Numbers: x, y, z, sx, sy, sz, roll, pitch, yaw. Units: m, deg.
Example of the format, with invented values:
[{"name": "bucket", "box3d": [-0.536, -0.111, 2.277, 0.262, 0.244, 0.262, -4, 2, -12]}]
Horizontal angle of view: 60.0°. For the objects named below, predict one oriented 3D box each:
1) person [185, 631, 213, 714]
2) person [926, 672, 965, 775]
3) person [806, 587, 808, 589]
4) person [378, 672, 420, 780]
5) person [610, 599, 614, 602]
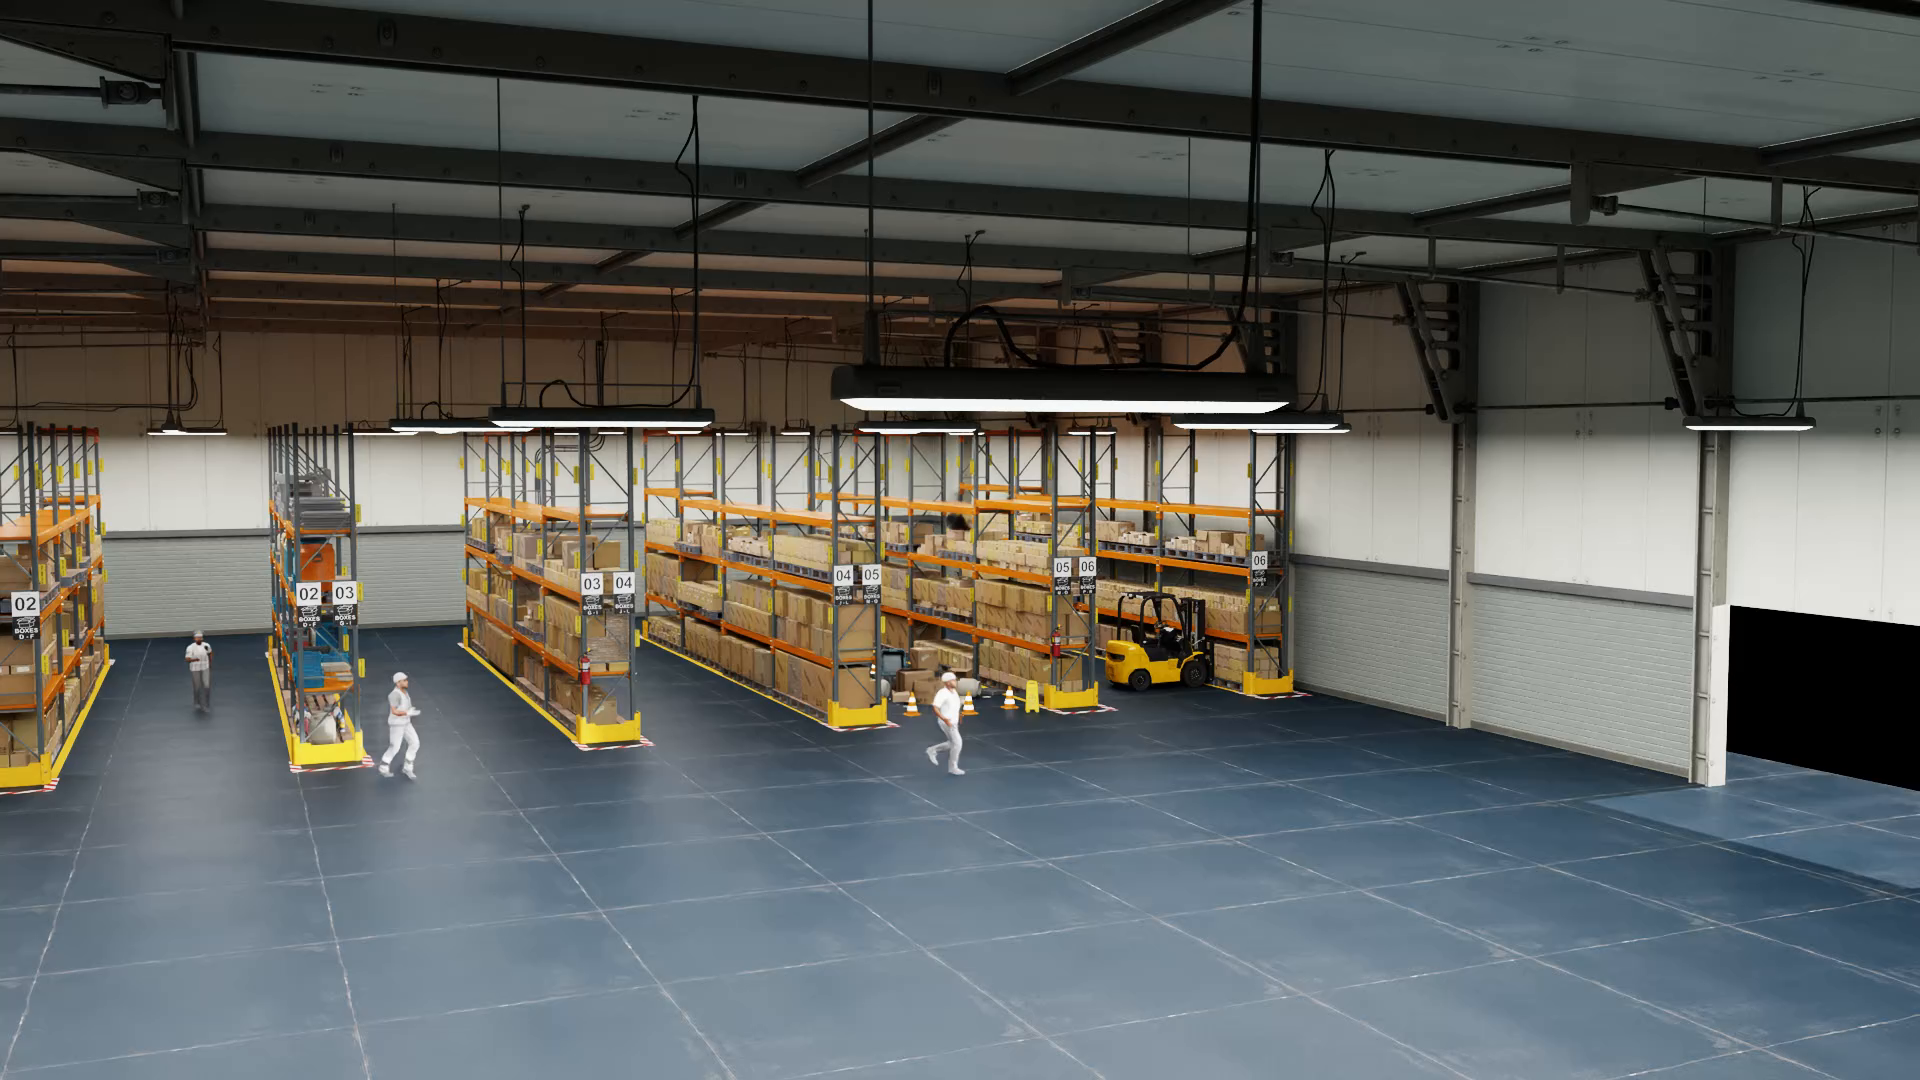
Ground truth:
[{"name": "person", "box3d": [-15.907, 2.759, 34.797, 0.559, 1.759, 0.774, -2, 4, -31]}, {"name": "person", "box3d": [-0.252, 3.126, 28.476, 0.733, 1.733, 0.719, 1, 4, 19]}, {"name": "person", "box3d": [-4.544, 1.804, 51.279, 0.783, 1.594, 0.644, -1, 4, -23]}, {"name": "person", "box3d": [-9.371, 3.133, 27.875, 0.768, 1.844, 0.677, 0, 4, 7]}, {"name": "person", "box3d": [-9.976, 1.883, 48.146, 0.759, 1.732, 1.037, 3, 5, 41]}]
